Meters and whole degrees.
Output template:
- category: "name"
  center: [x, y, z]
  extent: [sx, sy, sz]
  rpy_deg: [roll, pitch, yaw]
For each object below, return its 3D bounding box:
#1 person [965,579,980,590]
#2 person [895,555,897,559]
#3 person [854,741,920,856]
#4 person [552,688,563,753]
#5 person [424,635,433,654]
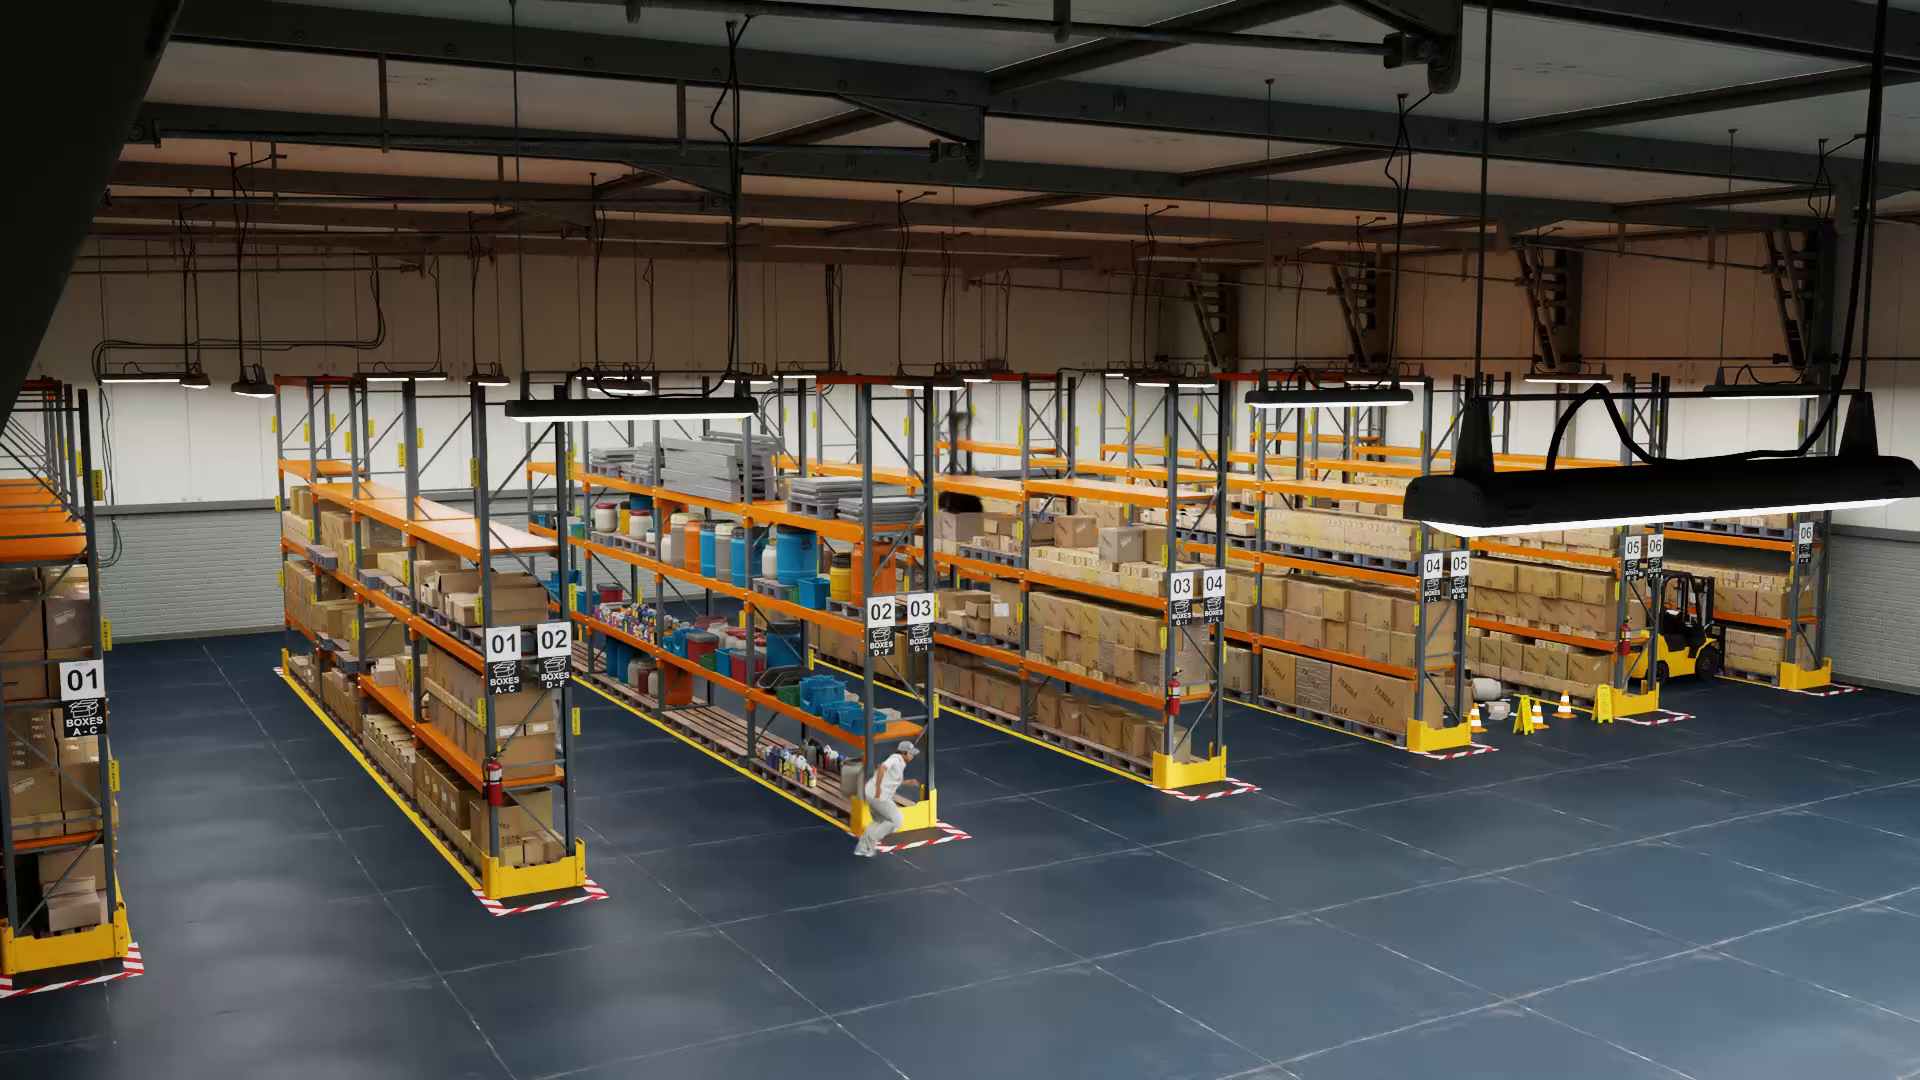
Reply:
- category: "person"
  center: [0.342, 0.907, 42.019]
  extent: [0.499, 1.675, 0.623]
  rpy_deg: [1, 6, 11]
- category: "person"
  center: [-1.660, 1.158, 39.942]
  extent: [0.627, 1.670, 0.815]
  rpy_deg: [-3, 7, -22]
- category: "person"
  center: [-0.927, 3.293, 21.049]
  extent: [0.850, 1.496, 0.636]
  rpy_deg: [0, 6, -4]
- category: "person"
  center: [-6.573, 2.585, 27.006]
  extent: [0.525, 1.611, 0.820]
  rpy_deg: [-4, 7, -32]
- category: "person"
  center: [-10.873, 1.800, 33.572]
  extent: [0.677, 1.750, 0.715]
  rpy_deg: [-5, 8, -39]
